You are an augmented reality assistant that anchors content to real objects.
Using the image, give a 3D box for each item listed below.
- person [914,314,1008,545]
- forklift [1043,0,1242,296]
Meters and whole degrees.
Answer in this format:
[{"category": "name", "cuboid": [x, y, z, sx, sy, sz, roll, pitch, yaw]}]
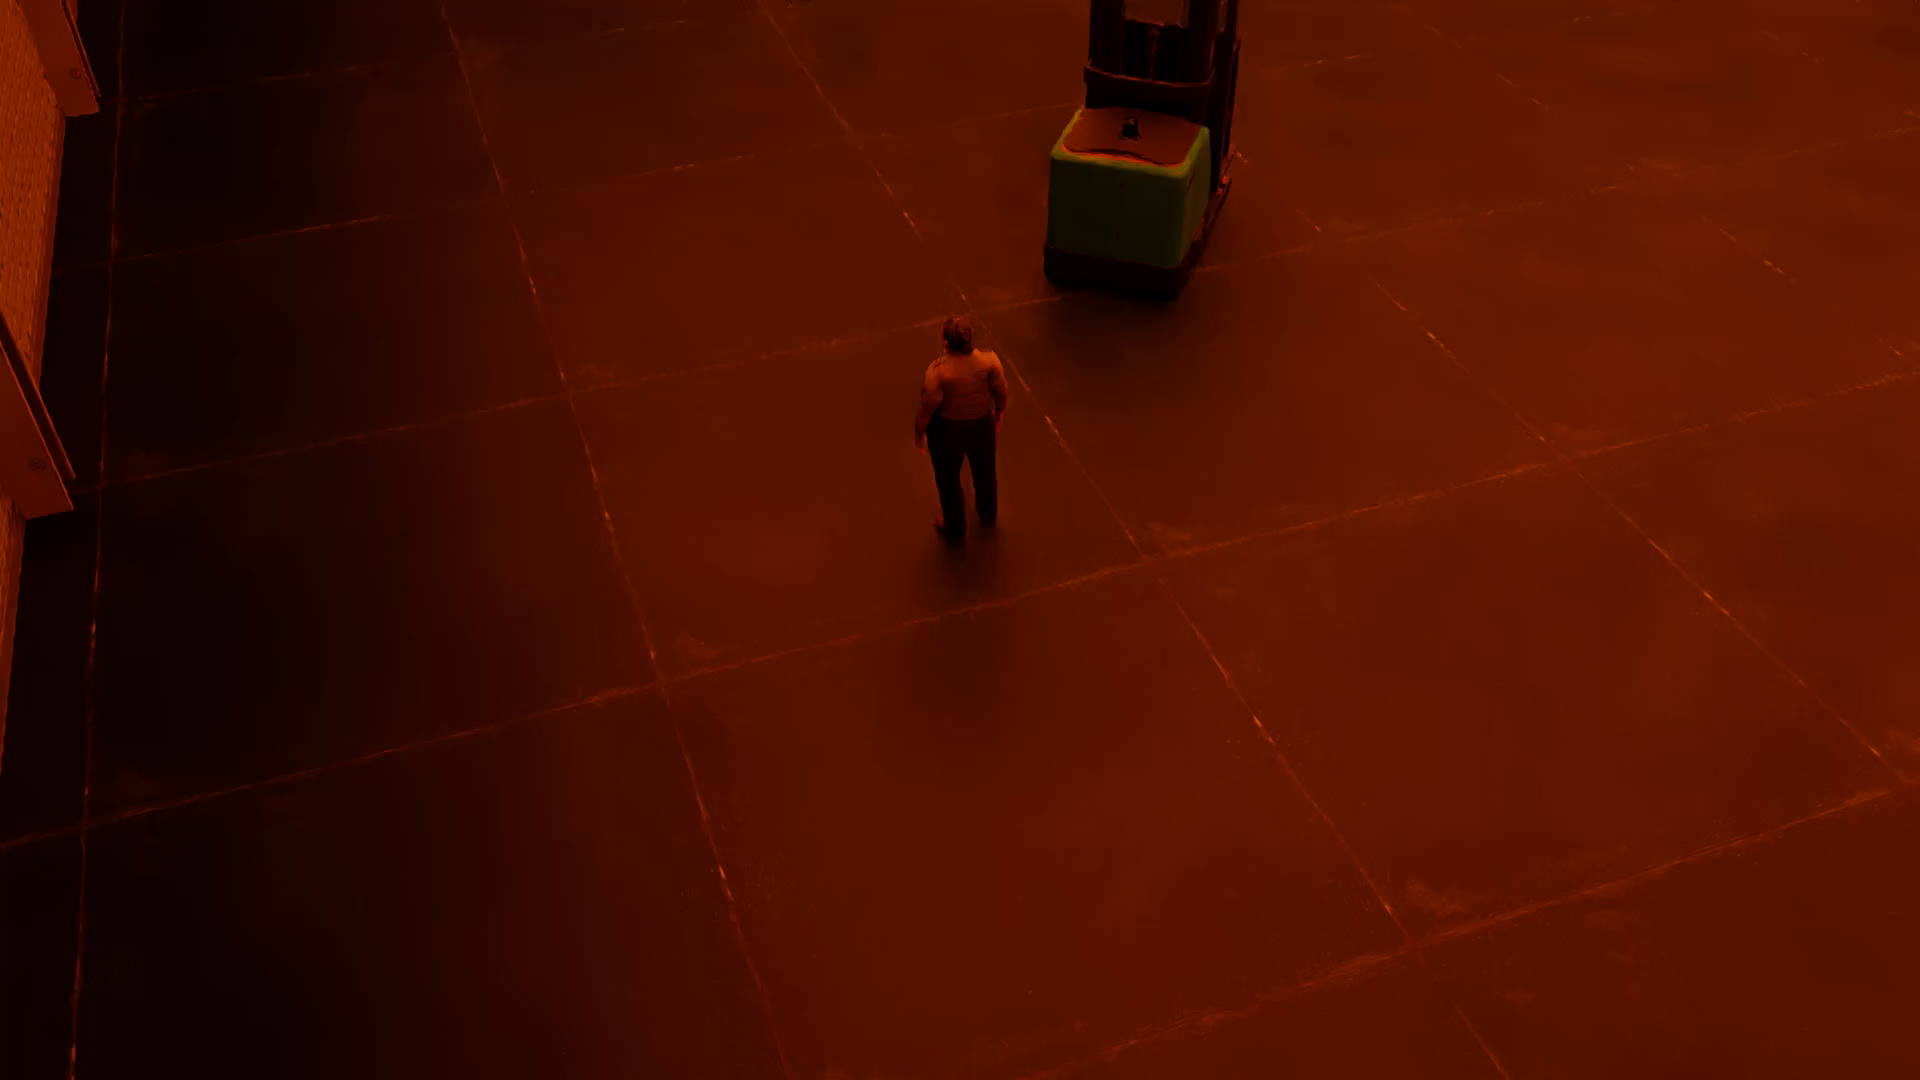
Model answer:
[{"category": "person", "cuboid": [-0.009, -0.696, 9.812, 0.599, 1.650, 0.502, -13, 42, -15]}, {"category": "forklift", "cuboid": [1.587, -3.888, 12.627, 1.130, 2.935, 3.031, 12, 42, 14]}]
